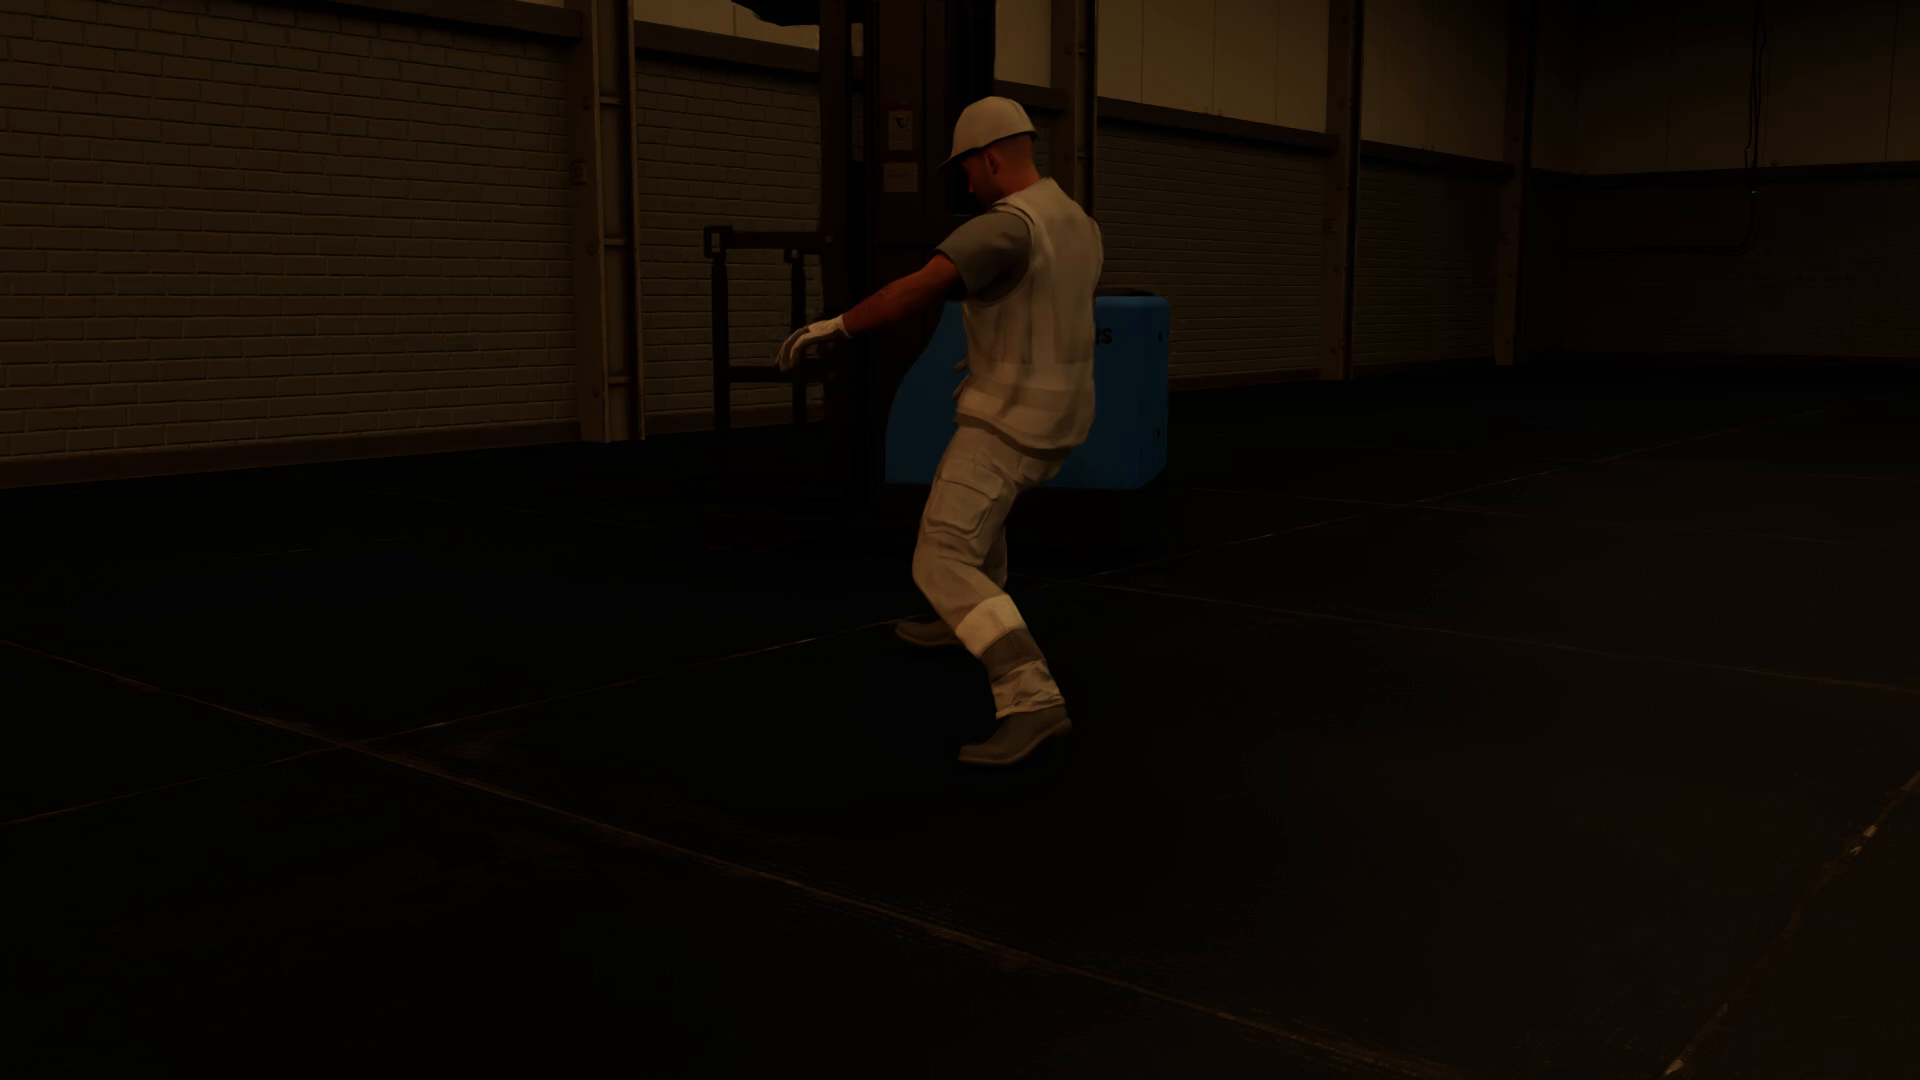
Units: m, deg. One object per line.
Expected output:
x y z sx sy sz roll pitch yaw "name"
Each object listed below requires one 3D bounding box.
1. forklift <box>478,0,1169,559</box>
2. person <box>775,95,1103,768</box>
-0.628 -1.465 7.291 3.031 2.935 1.130 2 9 14 "forklift"
0.012 -0.347 4.352 1.002 1.590 1.164 5 10 30 "person"
